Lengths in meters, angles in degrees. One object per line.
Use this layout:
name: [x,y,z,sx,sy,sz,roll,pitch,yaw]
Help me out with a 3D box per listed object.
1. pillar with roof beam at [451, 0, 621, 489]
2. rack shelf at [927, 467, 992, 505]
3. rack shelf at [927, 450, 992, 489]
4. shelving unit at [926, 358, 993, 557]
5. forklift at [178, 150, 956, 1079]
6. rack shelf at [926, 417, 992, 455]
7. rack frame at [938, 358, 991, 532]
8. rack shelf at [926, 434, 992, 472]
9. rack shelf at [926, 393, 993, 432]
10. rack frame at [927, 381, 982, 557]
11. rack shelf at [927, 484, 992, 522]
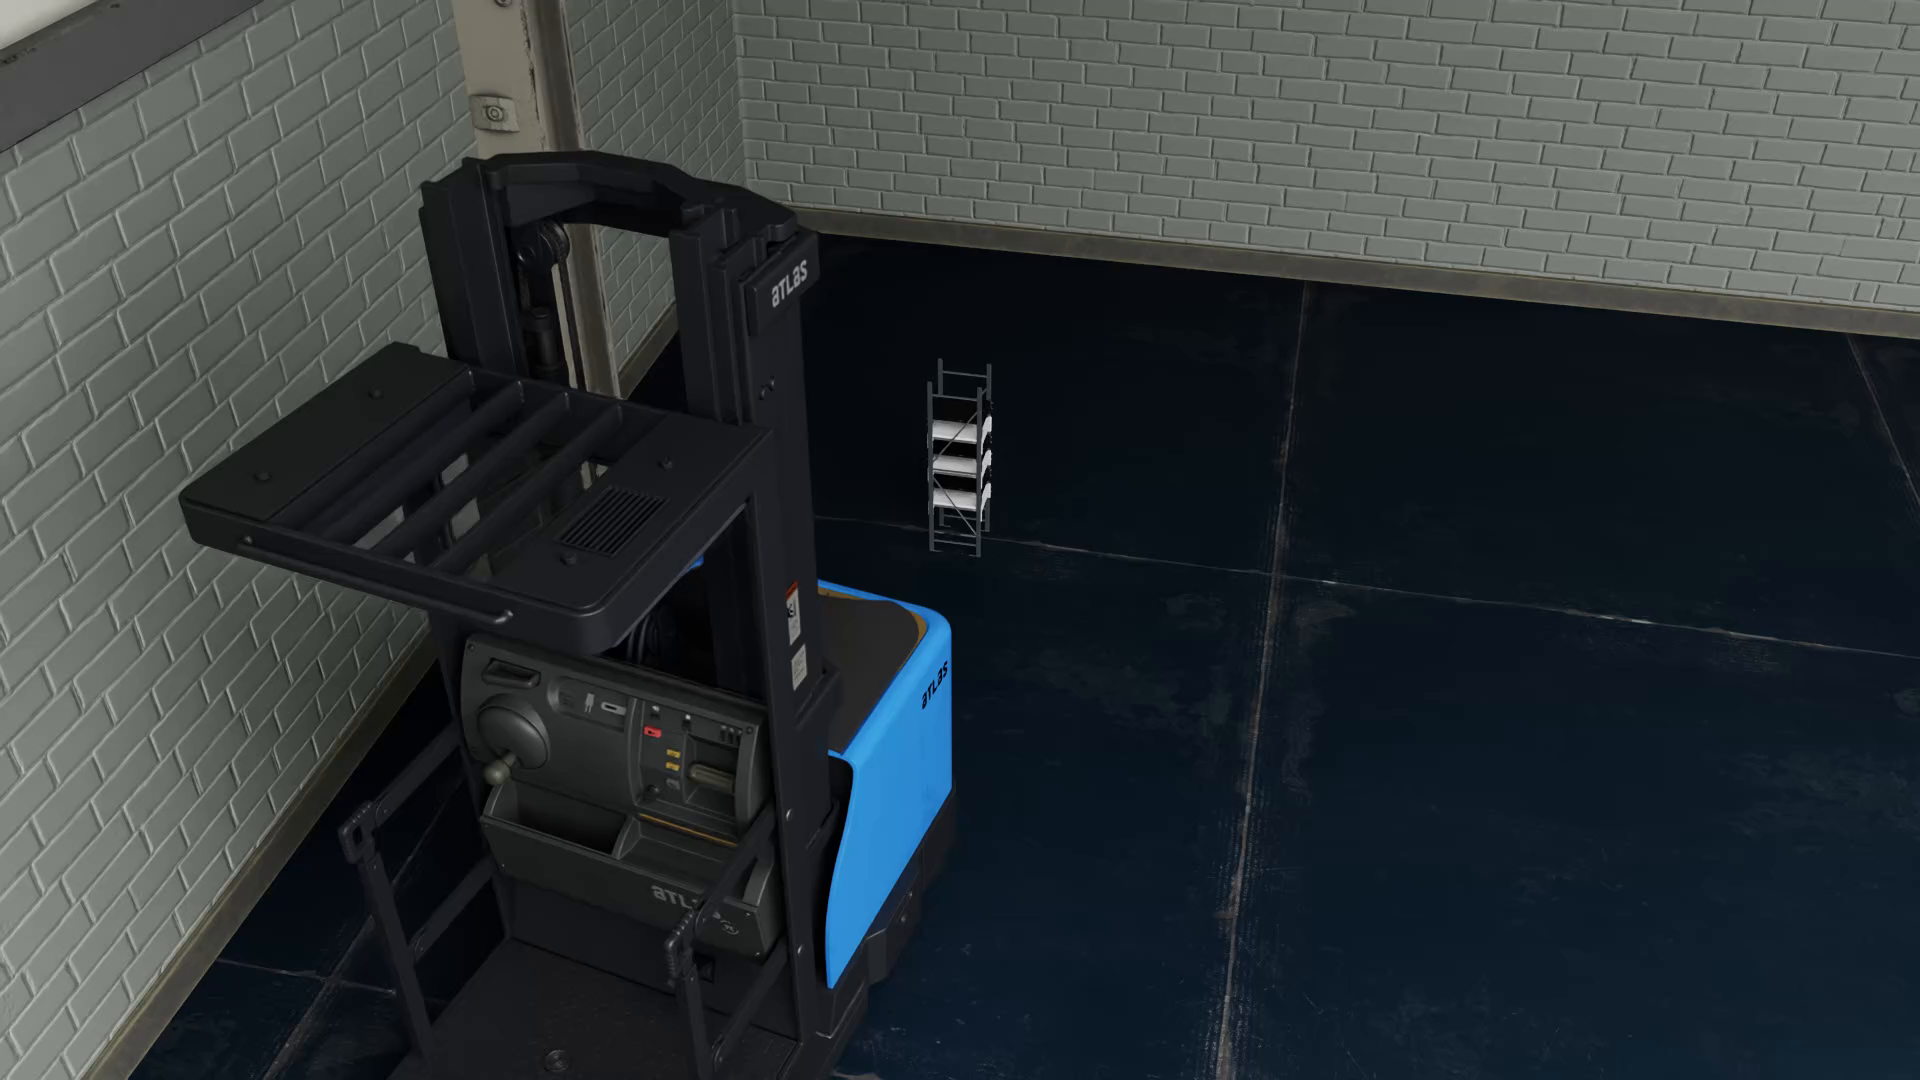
pillar with roof beam: [2.387,-3.361,4.719,9.100,9.000,0.400,7,37,10]
rack shelf: [-0.002,-0.260,7.552,0.258,0.077,0.200,7,37,10]
rack shelf: [-0.002,-0.333,7.499,0.258,0.077,0.200,7,37,10]
shelving unit: [-0.002,-0.360,7.479,0.258,0.900,0.210,7,37,10]
forklift: [-1.051,0.615,4.403,1.130,2.935,3.031,14,38,18]
rack shelf: [-0.002,-0.478,7.393,0.258,0.077,0.200,7,37,10]
rack frame: [0.020,-0.418,7.560,0.240,0.900,0.006,7,37,10]
rack shelf: [-0.002,-0.406,7.446,0.258,0.077,0.200,7,37,10]
rack shelf: [-0.002,-0.551,7.341,0.258,0.077,0.200,7,37,10]
rack frame: [-0.023,-0.301,7.399,0.240,0.900,0.006,7,37,10]
rack shelf: [-0.002,-0.187,7.605,0.258,0.077,0.200,7,37,10]
